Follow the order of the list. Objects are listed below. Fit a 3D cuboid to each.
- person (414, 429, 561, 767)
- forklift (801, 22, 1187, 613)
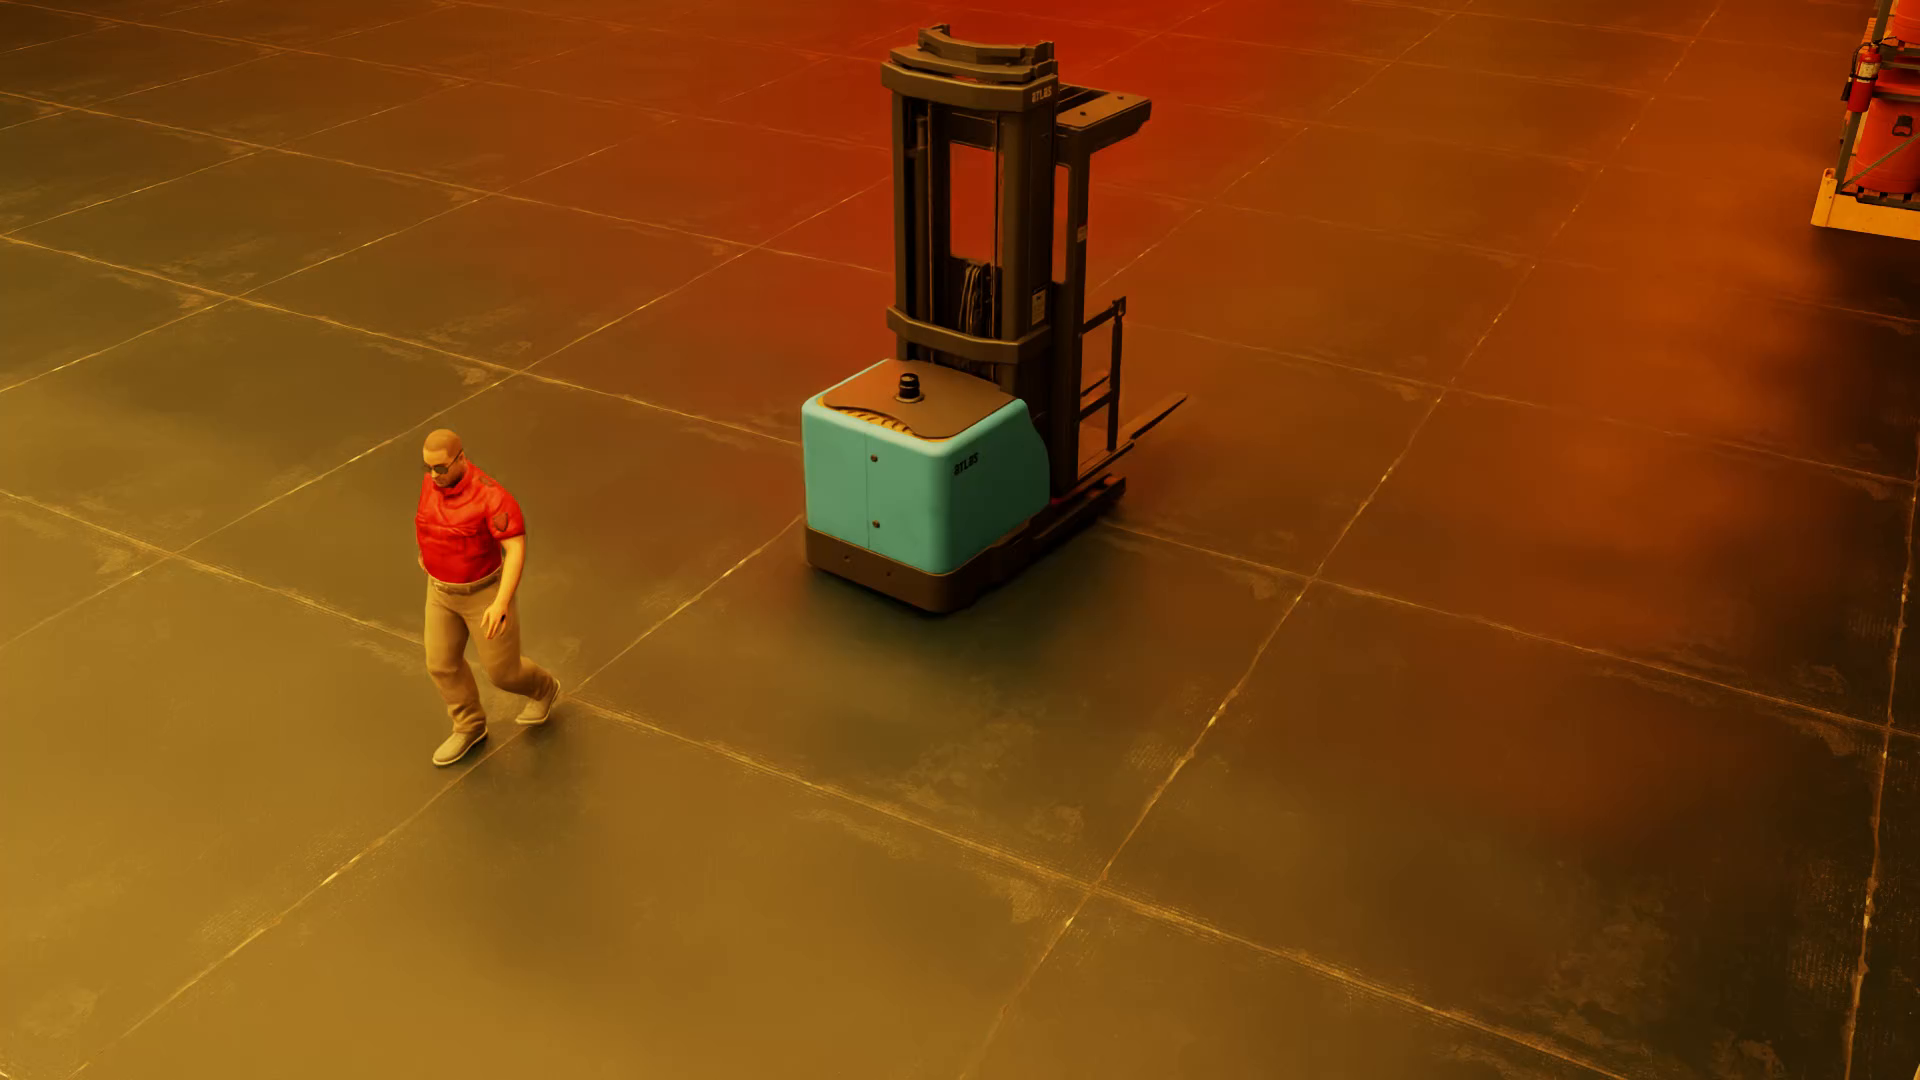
[{"bbox_3d":[-2.326,0.252,7.867,0.870,1.710,0.680,13,32,21],"label":"person"},{"bbox_3d":[0.378,-1.550,9.757,1.130,2.935,3.031,20,36,31],"label":"forklift"}]
